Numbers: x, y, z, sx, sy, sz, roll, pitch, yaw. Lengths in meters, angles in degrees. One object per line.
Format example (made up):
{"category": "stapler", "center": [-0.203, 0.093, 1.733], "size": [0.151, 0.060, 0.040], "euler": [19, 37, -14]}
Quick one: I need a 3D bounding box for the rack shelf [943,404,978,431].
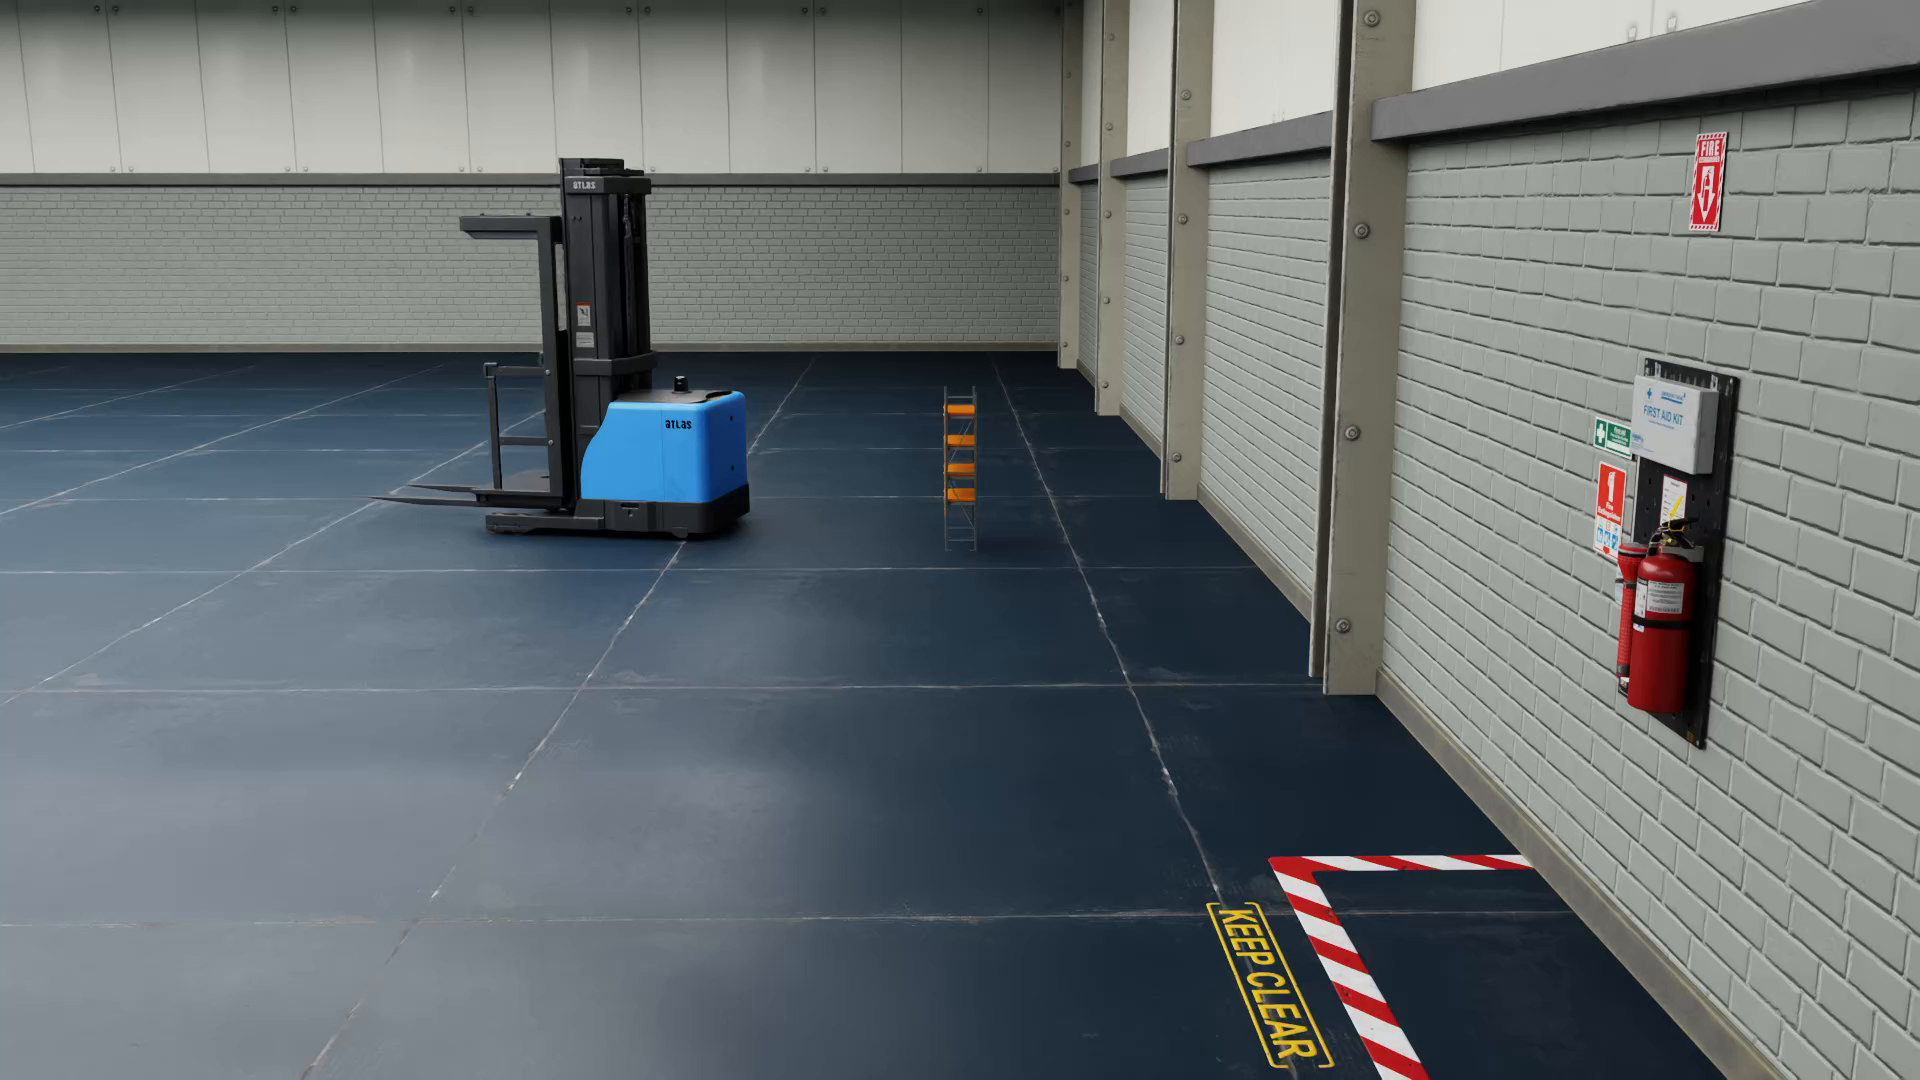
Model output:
{"category": "rack shelf", "center": [0.003, -0.940, 12.699], "size": [0.258, 0.148, 0.480], "euler": [0, 11, -1]}

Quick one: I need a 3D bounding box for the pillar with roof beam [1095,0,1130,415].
{"category": "pillar with roof beam", "center": [-2.436, -5.985, 19.927], "size": [9.100, 9.000, 0.400], "euler": [0, 11, -1]}

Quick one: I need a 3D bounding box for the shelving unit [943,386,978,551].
{"category": "shelving unit", "center": [0.003, -0.555, 12.778], "size": [0.258, 1.200, 0.503], "euler": [0, 11, -1]}

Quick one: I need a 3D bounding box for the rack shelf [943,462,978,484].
{"category": "rack shelf", "center": [0.003, -0.489, 12.791], "size": [0.258, 0.148, 0.480], "euler": [0, 11, -1]}

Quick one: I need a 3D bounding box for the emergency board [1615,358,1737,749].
{"category": "emergency board", "center": [2.227, 0.024, 5.396], "size": [0.194, 1.169, 0.643], "euler": [0, 11, -1]}

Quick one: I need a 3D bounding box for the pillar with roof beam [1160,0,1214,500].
{"category": "pillar with roof beam", "center": [-2.312, -4.792, 14.048], "size": [9.100, 9.000, 0.400], "euler": [0, 11, -1]}

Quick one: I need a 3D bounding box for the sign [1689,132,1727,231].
{"category": "sign", "center": [2.326, -1.114, 5.176], "size": [0.001, 0.298, 0.199], "euler": [0, 11, -1]}

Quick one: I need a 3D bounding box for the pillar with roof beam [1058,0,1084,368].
{"category": "pillar with roof beam", "center": [-2.560, -7.178, 25.806], "size": [9.100, 9.000, 0.400], "euler": [0, 11, -1]}

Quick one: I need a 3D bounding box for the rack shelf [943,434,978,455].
{"category": "rack shelf", "center": [0.003, -0.708, 12.747], "size": [0.258, 0.148, 0.480], "euler": [0, 11, -1]}

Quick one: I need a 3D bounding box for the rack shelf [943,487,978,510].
{"category": "rack shelf", "center": [0.003, -0.295, 12.830], "size": [0.258, 0.148, 0.480], "euler": [0, 11, -1]}

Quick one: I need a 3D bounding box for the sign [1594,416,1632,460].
{"category": "sign", "center": [2.310, -0.363, 5.879], "size": [0.001, 0.109, 0.331], "euler": [0, 11, -1]}

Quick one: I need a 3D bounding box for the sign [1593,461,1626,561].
{"category": "sign", "center": [2.318, -0.104, 5.937], "size": [0.001, 0.329, 0.234], "euler": [0, 11, -1]}

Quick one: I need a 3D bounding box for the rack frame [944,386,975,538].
{"category": "rack frame", "center": [-0.002, -0.604, 13.017], "size": [0.240, 1.200, 0.015], "euler": [0, 11, -1]}

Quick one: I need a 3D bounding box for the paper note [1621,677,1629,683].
{"category": "paper note", "center": [2.292, 0.420, 5.659], "size": [0.016, 0.148, 0.142], "euler": [0, 11, -1]}

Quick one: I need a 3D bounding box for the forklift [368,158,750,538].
{"category": "forklift", "center": [-3.323, -1.577, 13.458], "size": [3.031, 2.935, 1.130], "euler": [2, 12, 11]}

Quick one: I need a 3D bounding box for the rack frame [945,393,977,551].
{"category": "rack frame", "center": [0.008, -0.507, 12.539], "size": [0.240, 1.200, 0.015], "euler": [0, 11, -1]}

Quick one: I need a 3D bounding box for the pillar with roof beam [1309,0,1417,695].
{"category": "pillar with roof beam", "center": [-2.188, -3.600, 8.169], "size": [9.100, 9.000, 0.400], "euler": [0, 11, -1]}
